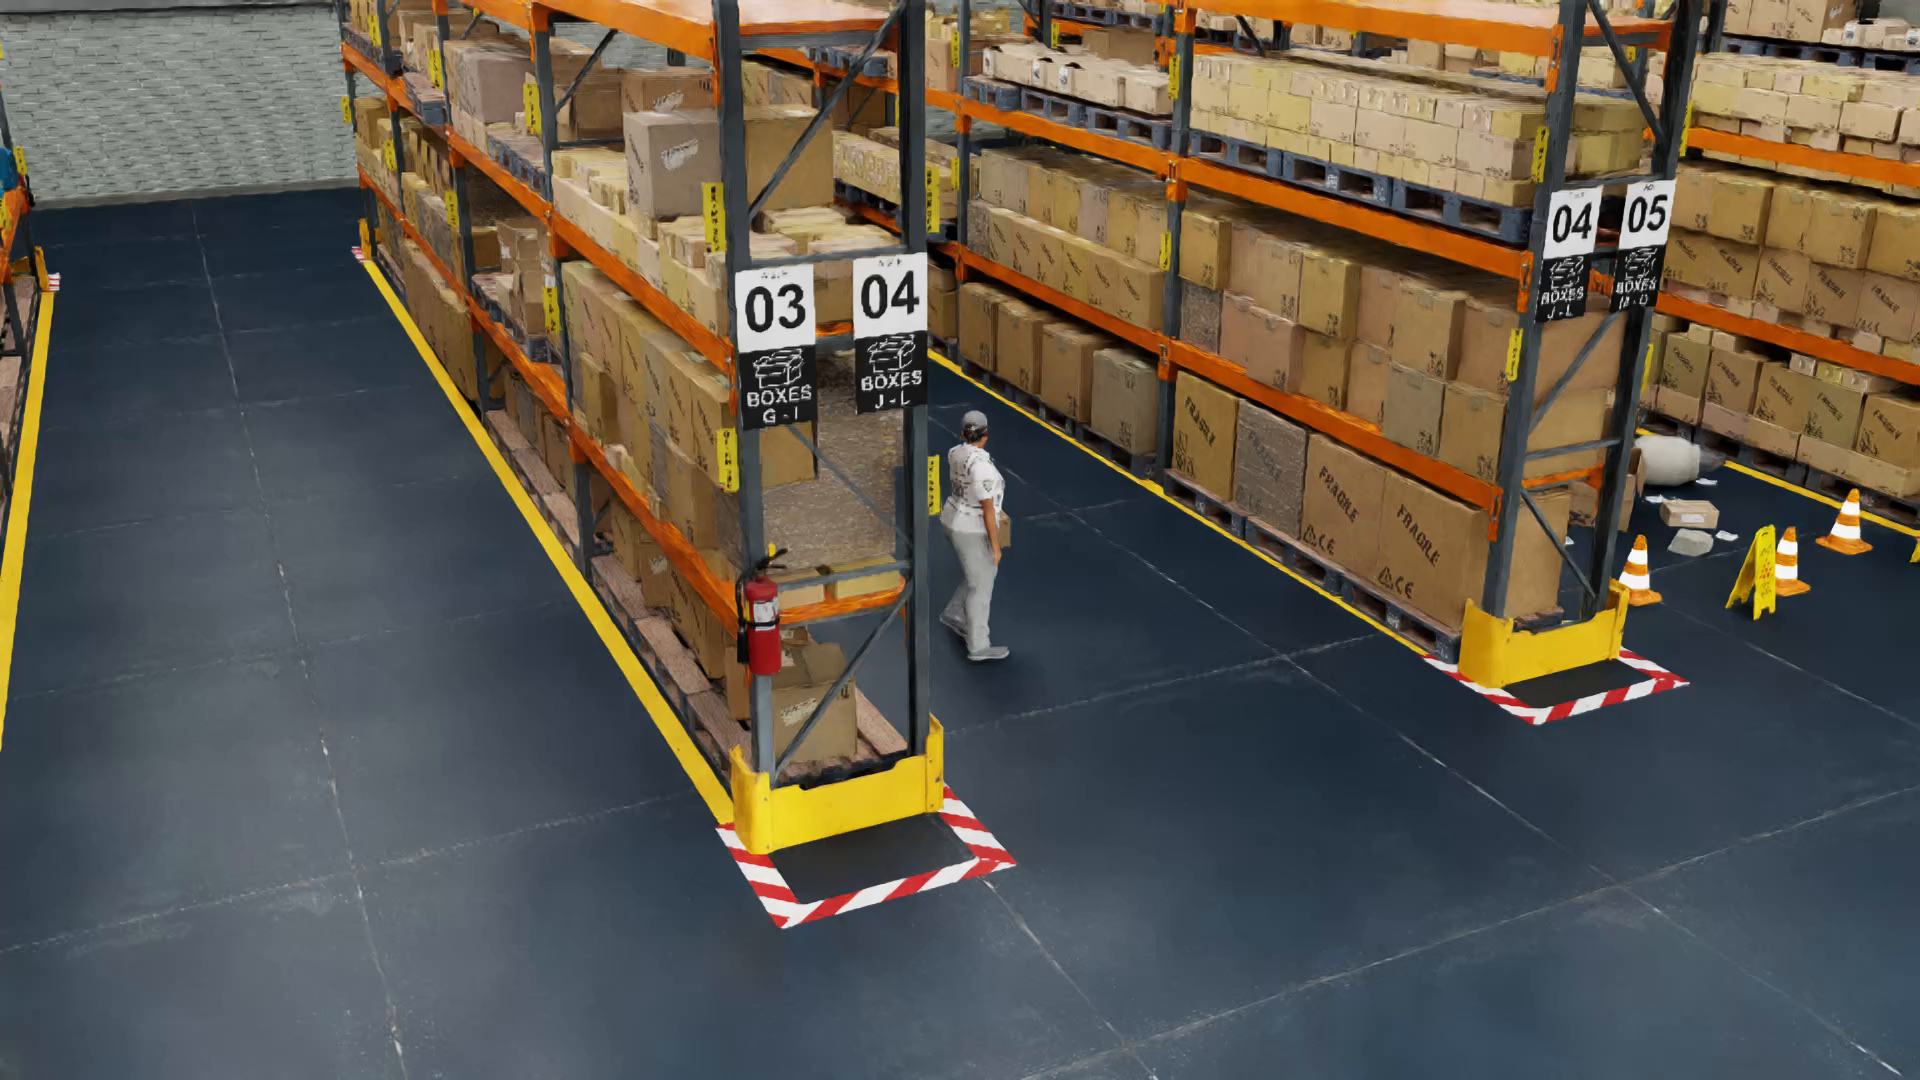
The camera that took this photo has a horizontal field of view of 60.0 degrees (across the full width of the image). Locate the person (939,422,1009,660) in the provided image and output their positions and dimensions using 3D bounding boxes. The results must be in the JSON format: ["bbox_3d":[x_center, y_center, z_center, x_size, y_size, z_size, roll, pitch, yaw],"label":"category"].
[{"bbox_3d":[0.096,-0.031,11.129,0.401,1.615,0.600,-6,23,-15],"label":"person"}]
